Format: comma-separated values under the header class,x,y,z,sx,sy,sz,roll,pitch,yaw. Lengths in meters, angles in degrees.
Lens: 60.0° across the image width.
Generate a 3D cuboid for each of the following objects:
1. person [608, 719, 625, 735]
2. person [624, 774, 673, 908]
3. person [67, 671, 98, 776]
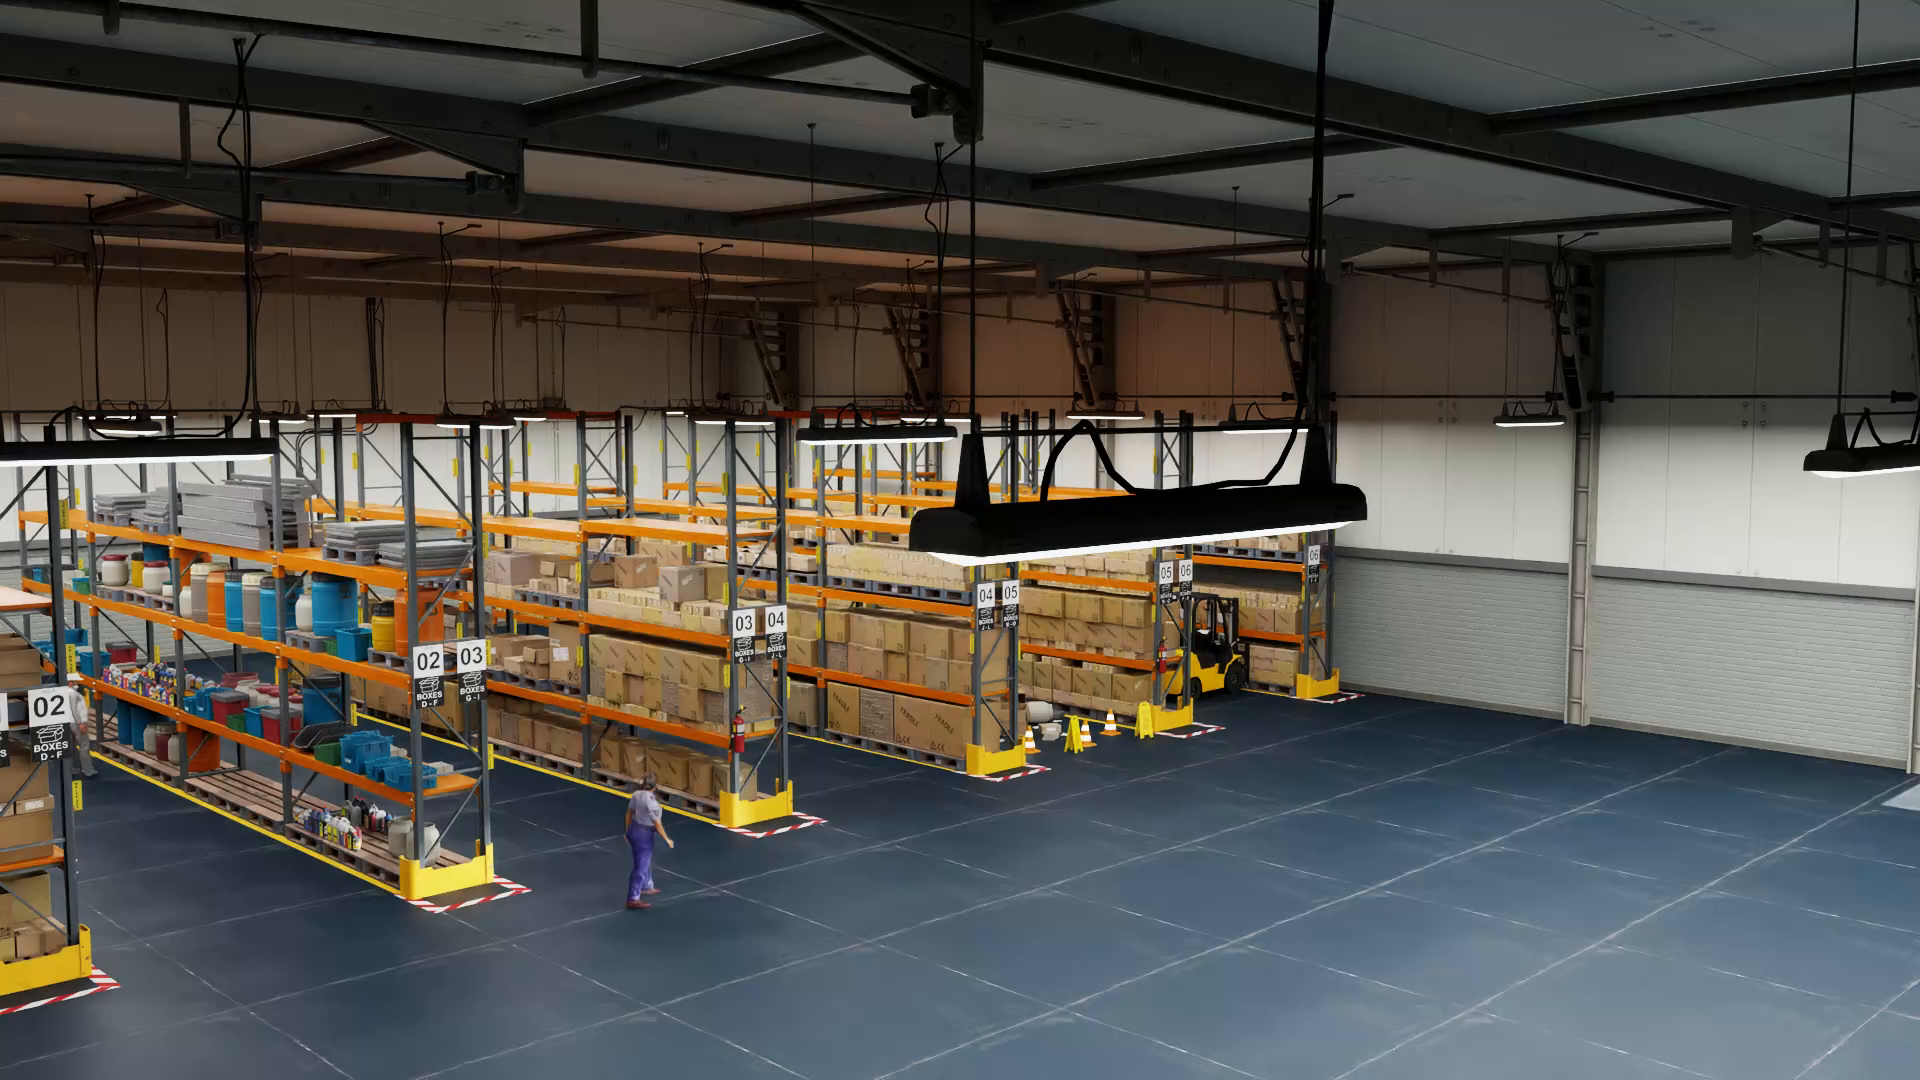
class,x,y,z,sx,sy,sz,roll,pitch,yaw
person,-6.470,2.825,31.165,0.388,1.687,0.526,0,5,3
person,-3.955,3.726,20.820,0.623,1.643,0.665,-3,6,-31
person,-14.662,3.040,27.639,0.601,1.765,0.471,4,6,36
